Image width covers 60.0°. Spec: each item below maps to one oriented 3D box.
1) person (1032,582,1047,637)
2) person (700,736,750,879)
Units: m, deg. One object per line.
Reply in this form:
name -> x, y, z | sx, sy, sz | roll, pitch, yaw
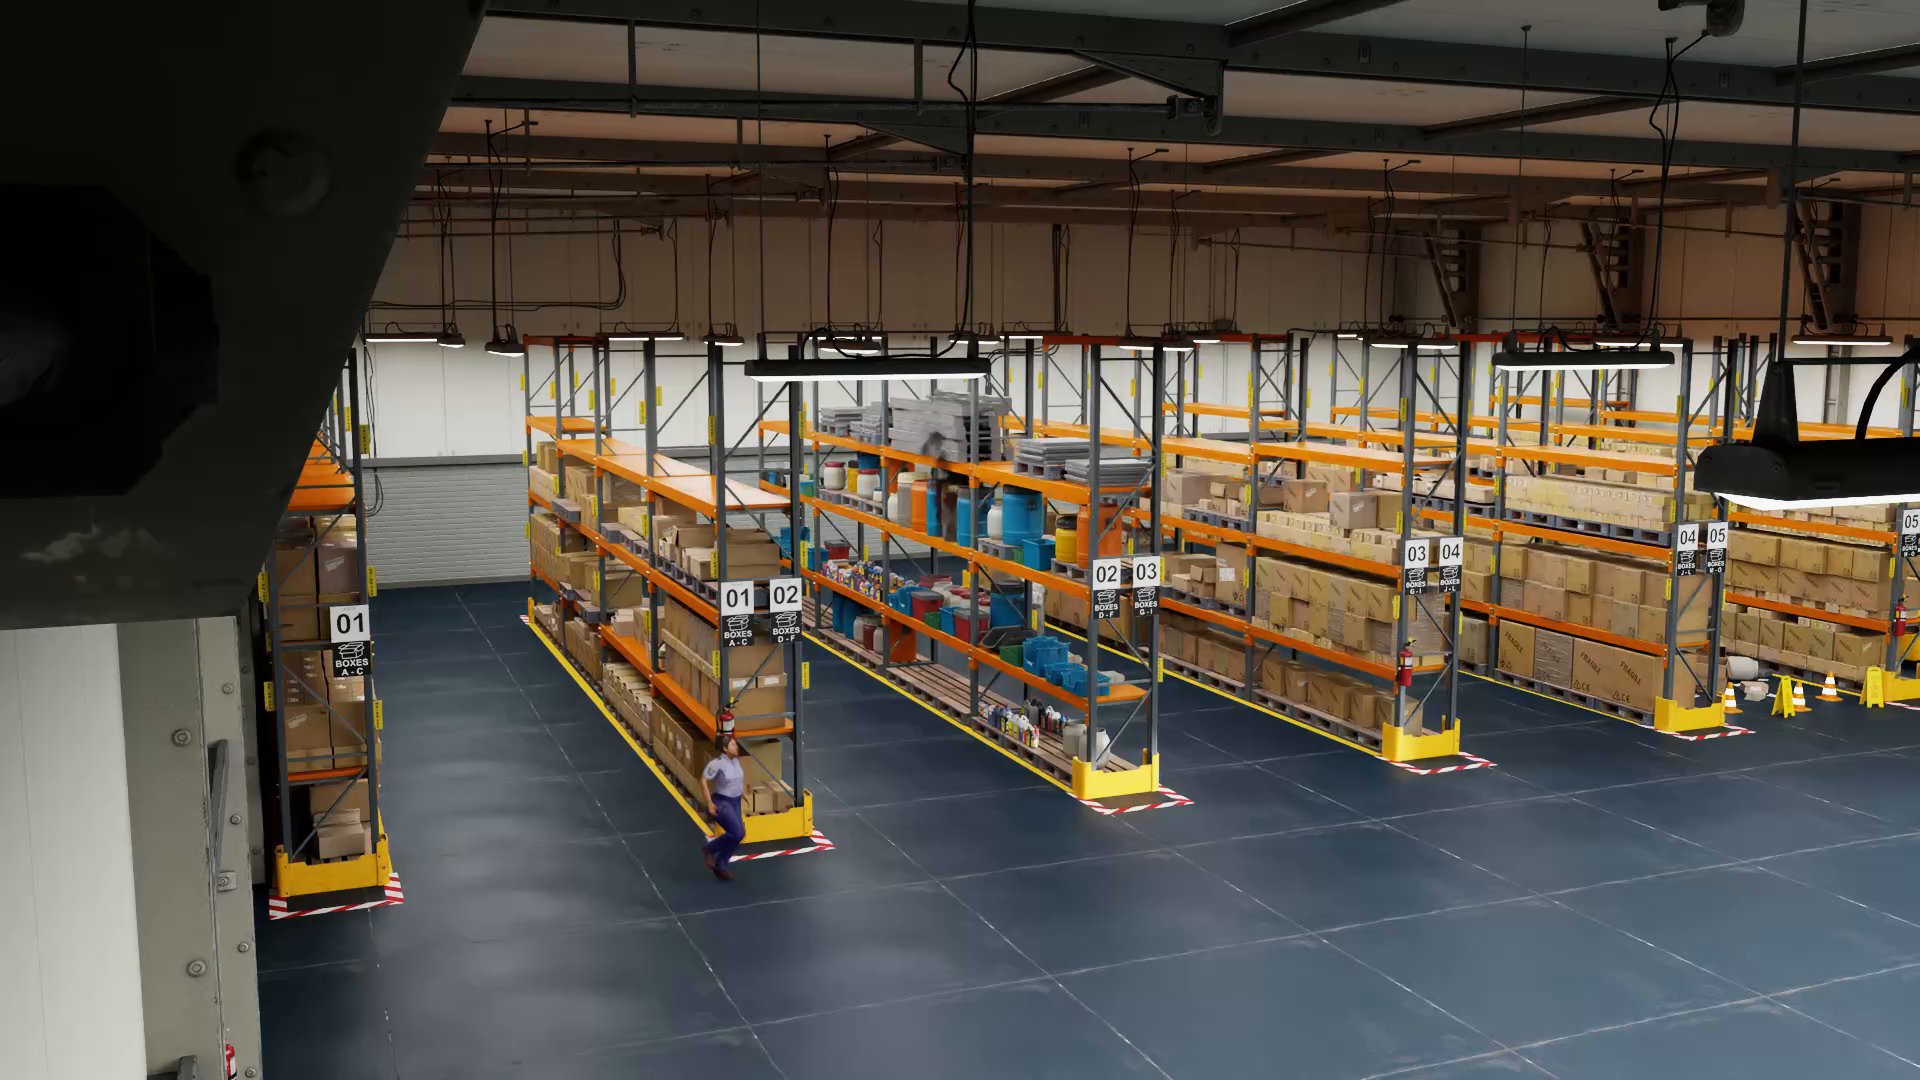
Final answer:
person -> 1.335, 1.188, 30.234 | 0.562, 1.734, 0.812 | -4, 9, -27
person -> -2.614, 3.039, 19.004 | 0.512, 1.573, 0.644 | 4, 8, 25
